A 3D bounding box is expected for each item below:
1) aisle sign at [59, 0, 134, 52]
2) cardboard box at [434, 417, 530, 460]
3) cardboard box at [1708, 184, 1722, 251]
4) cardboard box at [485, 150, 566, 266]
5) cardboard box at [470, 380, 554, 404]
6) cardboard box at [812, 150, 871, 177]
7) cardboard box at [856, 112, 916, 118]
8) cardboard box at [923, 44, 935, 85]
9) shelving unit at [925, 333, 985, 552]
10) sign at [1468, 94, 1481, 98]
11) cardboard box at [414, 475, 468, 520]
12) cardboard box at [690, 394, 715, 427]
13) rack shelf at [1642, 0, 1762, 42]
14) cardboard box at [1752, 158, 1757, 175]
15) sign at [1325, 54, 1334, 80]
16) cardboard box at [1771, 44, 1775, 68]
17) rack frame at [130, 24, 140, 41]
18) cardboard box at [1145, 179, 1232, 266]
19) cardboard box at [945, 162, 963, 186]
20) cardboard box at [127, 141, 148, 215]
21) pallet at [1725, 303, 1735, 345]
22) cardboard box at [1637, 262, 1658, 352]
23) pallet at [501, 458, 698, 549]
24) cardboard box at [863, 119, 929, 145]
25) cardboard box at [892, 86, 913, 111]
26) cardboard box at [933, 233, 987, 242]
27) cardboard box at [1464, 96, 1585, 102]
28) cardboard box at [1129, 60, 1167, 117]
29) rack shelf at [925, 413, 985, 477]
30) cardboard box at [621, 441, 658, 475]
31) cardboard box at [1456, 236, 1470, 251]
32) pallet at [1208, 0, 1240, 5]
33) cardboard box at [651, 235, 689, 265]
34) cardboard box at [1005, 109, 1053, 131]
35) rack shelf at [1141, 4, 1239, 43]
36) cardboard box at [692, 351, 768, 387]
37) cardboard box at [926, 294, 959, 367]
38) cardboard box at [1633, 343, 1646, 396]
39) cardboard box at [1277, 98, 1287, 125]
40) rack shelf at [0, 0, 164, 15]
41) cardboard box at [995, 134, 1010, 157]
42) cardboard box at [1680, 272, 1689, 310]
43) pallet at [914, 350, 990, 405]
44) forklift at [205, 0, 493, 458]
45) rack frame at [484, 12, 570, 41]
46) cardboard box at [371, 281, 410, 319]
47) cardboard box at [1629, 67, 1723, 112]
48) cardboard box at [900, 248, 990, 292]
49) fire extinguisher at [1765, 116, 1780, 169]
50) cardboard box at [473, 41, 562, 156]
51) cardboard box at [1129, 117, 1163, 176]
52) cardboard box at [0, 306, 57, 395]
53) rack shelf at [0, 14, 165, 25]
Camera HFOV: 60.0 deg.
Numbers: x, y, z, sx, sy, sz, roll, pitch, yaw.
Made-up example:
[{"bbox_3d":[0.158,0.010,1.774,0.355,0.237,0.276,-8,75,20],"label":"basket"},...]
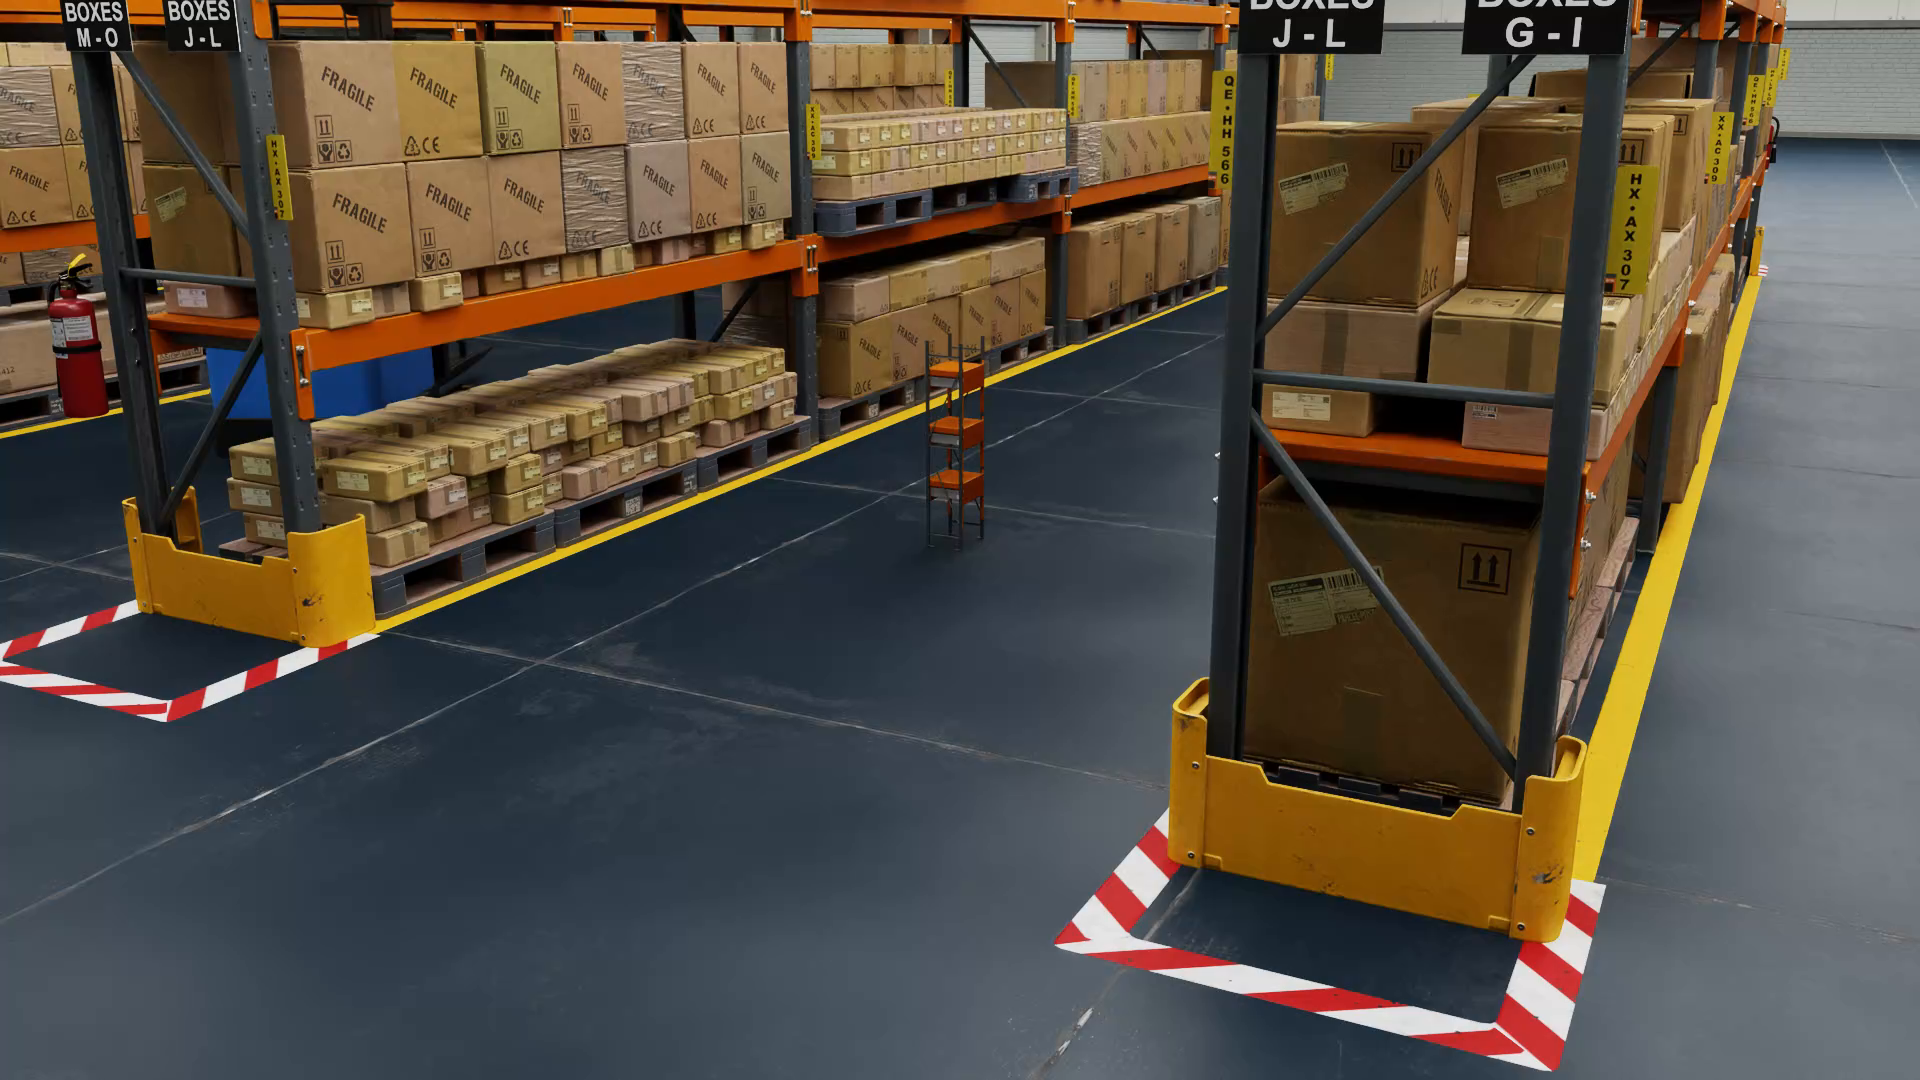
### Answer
[{"bbox_3d":[-3.457,-2.340,6.569,0.394,0.787,0.004,8,18,25],"label":"aisle sign"},{"bbox_3d":[-2.338,-0.492,8.136,0.380,0.149,0.250,7,18,23],"label":"cardboard box"},{"bbox_3d":[4.127,-1.958,9.672,0.500,0.500,0.500,8,19,26],"label":"cardboard box"},{"bbox_3d":[-2.262,-1.607,7.968,0.500,0.500,0.500,8,18,26],"label":"cardboard box"},{"bbox_3d":[-2.429,-0.757,9.029,0.380,0.149,0.250,8,18,26],"label":"cardboard box"},{"bbox_3d":[-0.781,-2.359,10.378,0.380,0.149,0.250,8,19,26],"label":"cardboard box"},{"bbox_3d":[-0.547,-3.050,12.184,0.380,0.149,0.250,9,19,27],"label":"cardboard box"},{"bbox_3d":[-0.746,-6.138,21.467,0.700,0.500,0.500,8,18,26],"label":"cardboard box"},{"bbox_3d":[-0.024,-0.490,8.329,0.215,1.050,0.252,8,18,25],"label":"shelving unit"},{"bbox_3d":[2.534,-2.020,8.163,0.100,0.325,0.005,8,18,25],"label":"sign"},{"bbox_3d":[-2.519,-0.215,7.727,0.380,0.149,0.250,8,18,25],"label":"cardboard box"},{"bbox_3d":[-1.638,-0.757,9.554,0.380,0.149,0.250,8,18,26],"label":"cardboard box"},{"bbox_3d":[3.917,-3.039,9.483,1.077,0.370,4.000,8,18,25],"label":"rack shelf"},{"bbox_3d":[7.087,-3.432,15.253,0.380,0.149,0.250,8,18,25],"label":"cardboard box"},{"bbox_3d":[4.473,-5.746,20.152,0.100,0.325,0.005,8,18,25],"label":"sign"},{"bbox_3d":[7.473,-4.481,15.889,0.500,0.500,0.500,8,18,25],"label":"cardboard box"},{"bbox_3d":[-8.497,-4.347,17.891,1.000,3.000,0.127,8,18,25],"label":"rack frame"},{"bbox_3d":[2.550,-3.465,17.917,0.875,0.875,0.875,8,19,26],"label":"cardboard box"},{"bbox_3d":[-0.202,-2.549,11.543,0.380,0.149,0.250,8,18,24],"label":"cardboard box"},{"bbox_3d":[-5.821,-2.595,11.816,0.500,0.500,0.500,8,18,26],"label":"cardboard box"},{"bbox_3d":[6.252,-1.939,14.682,1.003,0.211,1.213,8,18,25],"label":"pallet"},{"bbox_3d":[2.146,-0.837,5.815,0.500,0.250,0.500,7,18,24],"label":"cardboard box"},{"bbox_3d":[-2.181,-0.269,9.060,1.003,0.211,1.213,8,18,25],"label":"pallet"},{"bbox_3d":[-0.431,-2.701,11.009,0.380,0.149,0.250,8,18,25],"label":"cardboard box"},{"bbox_3d":[-0.930,-5.517,21.133,0.500,0.500,0.500,8,18,25],"label":"cardboard box"},{"bbox_3d":[-0.106,-2.330,13.436,0.500,0.250,0.500,7,18,23],"label":"cardboard box"},{"bbox_3d":[2.581,-1.777,7.664,0.500,0.500,0.500,8,18,25],"label":"cardboard box"},{"bbox_3d":[1.535,-4.271,15.704,0.700,0.500,0.500,8,18,26],"label":"cardboard box"},{"bbox_3d":[-0.024,-0.479,8.332,0.215,0.259,0.240,8,18,25],"label":"rack shelf"},{"bbox_3d":[-1.878,-0.463,9.085,0.380,0.149,0.250,8,19,26],"label":"cardboard box"},{"bbox_3d":[1.899,-1.038,6.490,0.500,0.250,0.500,8,18,25],"label":"cardboard box"},{"bbox_3d":[2.581,-5.733,17.447,1.003,0.211,1.213,8,18,25],"label":"pallet"},{"bbox_3d":[-1.709,-1.595,9.067,0.380,0.149,0.250,7,18,23],"label":"cardboard box"},{"bbox_3d":[0.496,-3.231,12.794,0.380,0.149,0.250,8,18,25],"label":"cardboard box"},{"bbox_3d":[3.100,-5.734,18.555,1.077,0.370,4.000,8,18,25],"label":"rack shelf"},{"bbox_3d":[-1.373,-1.019,9.912,0.380,0.149,0.250,8,18,26],"label":"cardboard box"},{"bbox_3d":[-0.344,-1.521,12.029,0.500,0.500,0.500,8,19,26],"label":"cardboard box"},{"bbox_3d":[2.148,-0.608,5.743,0.380,0.149,0.250,8,18,24],"label":"cardboard box"},{"bbox_3d":[3.280,-4.852,19.328,0.875,0.550,0.550,8,18,25],"label":"cardboard box"},{"bbox_3d":[-6.736,-3.281,10.298,1.077,0.370,4.000,8,18,25],"label":"rack shelf"},{"bbox_3d":[0.147,-2.890,12.166,0.380,0.149,0.250,8,18,25],"label":"cardboard box"},{"bbox_3d":[3.065,-1.131,7.505,0.380,0.149,0.250,8,19,26],"label":"cardboard box"},{"bbox_3d":[-0.478,-1.267,12.419,1.003,0.211,1.213,8,18,25],"label":"pallet"},{"bbox_3d":[-3.937,-2.255,10.970,1.130,2.935,3.031,0,17,0],"label":"forklift"},{"bbox_3d":[-4.055,-3.716,15.768,1.000,3.000,0.127,8,18,25],"label":"rack frame"},{"bbox_3d":[-2.641,-1.065,7.283,0.380,0.149,0.250,9,19,27],"label":"cardboard box"},{"bbox_3d":[4.470,-2.800,10.746,0.797,0.503,0.637,9,19,27],"label":"cardboard box"},{"bbox_3d":[-0.109,-2.010,12.358,0.500,0.250,0.500,9,19,27],"label":"cardboard box"},{"bbox_3d":[8.849,-4.427,18.295,0.296,0.674,0.183,8,18,25],"label":"fire extinguisher"},{"bbox_3d":[-2.246,-2.084,7.818,0.500,0.500,0.500,8,18,24],"label":"cardboard box"},{"bbox_3d":[1.536,-3.625,15.285,0.500,0.500,0.500,8,18,25],"label":"cardboard box"},{"bbox_3d":[-6.618,-1.296,11.382,0.875,0.438,0.875,8,18,24],"label":"cardboard box"},{"bbox_3d":[-9.391,-4.930,15.851,1.077,0.370,4.000,8,18,25],"label":"rack shelf"}]
